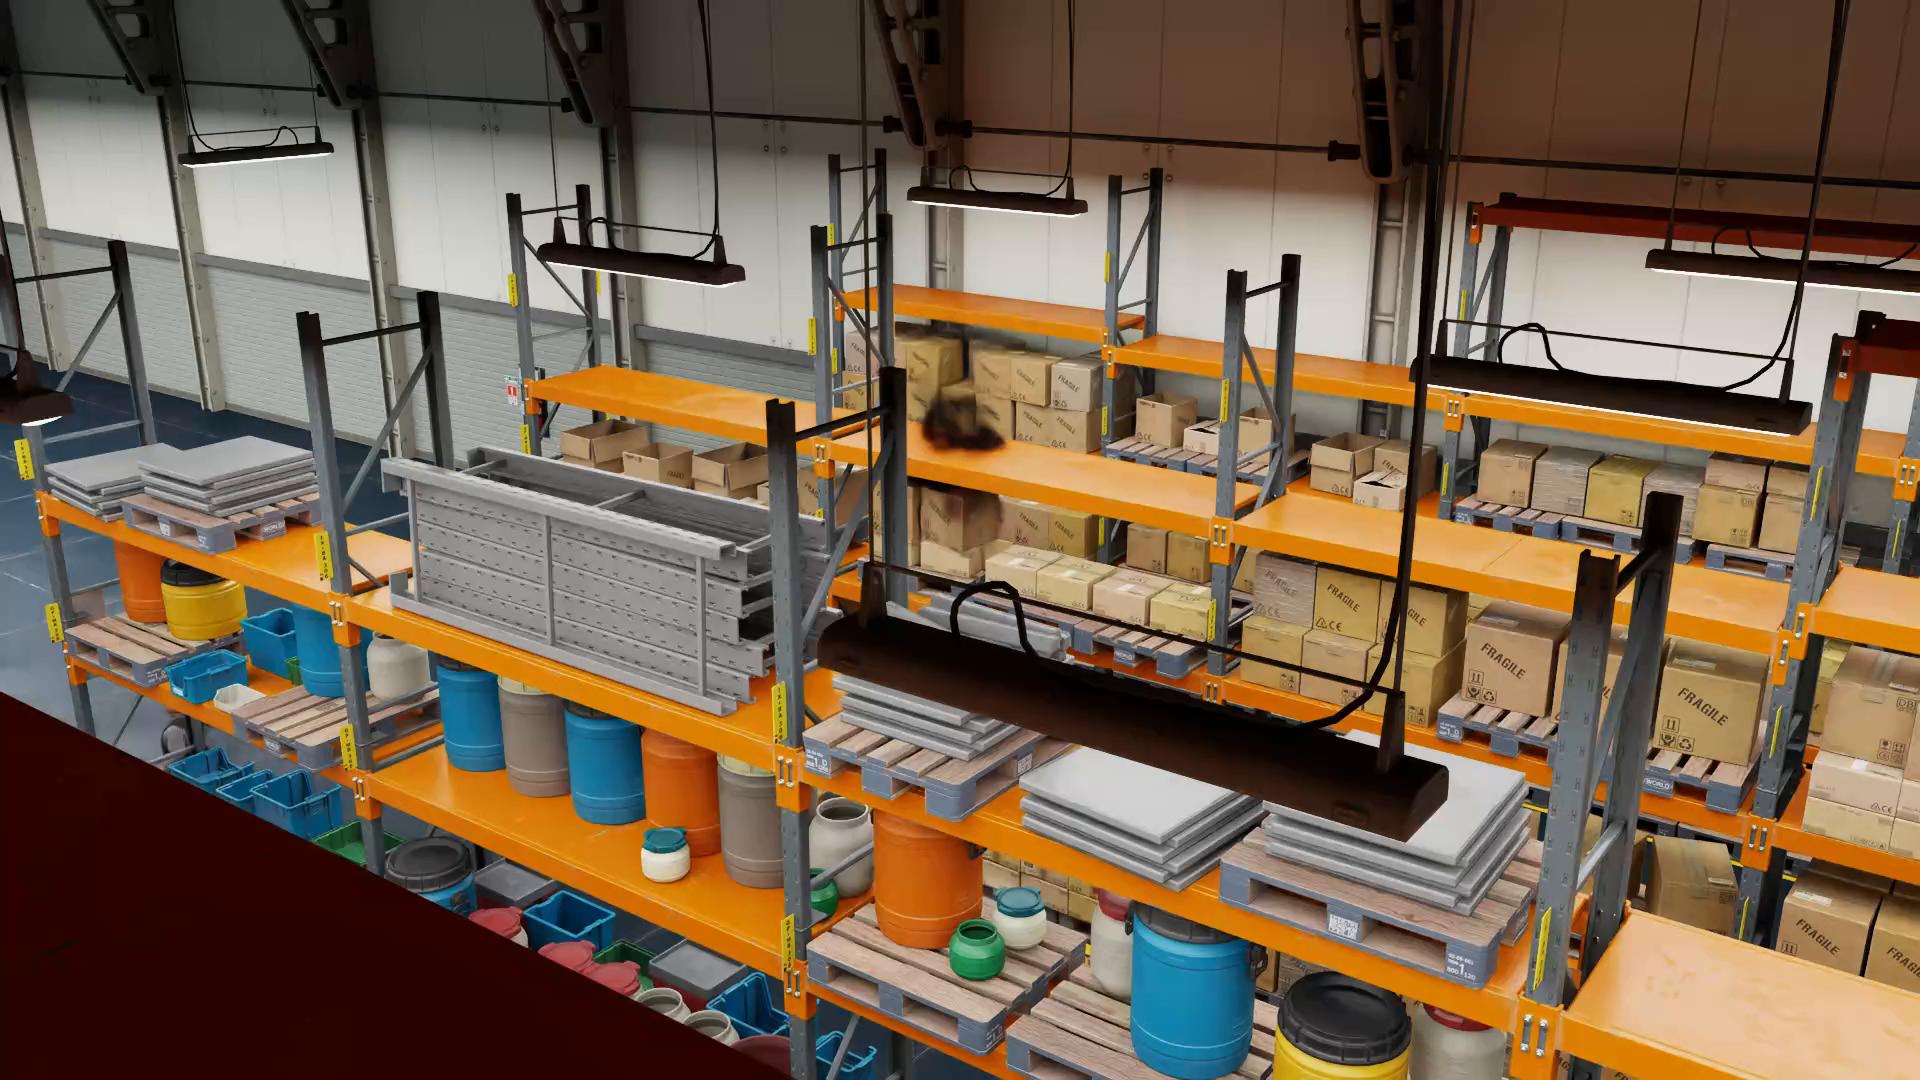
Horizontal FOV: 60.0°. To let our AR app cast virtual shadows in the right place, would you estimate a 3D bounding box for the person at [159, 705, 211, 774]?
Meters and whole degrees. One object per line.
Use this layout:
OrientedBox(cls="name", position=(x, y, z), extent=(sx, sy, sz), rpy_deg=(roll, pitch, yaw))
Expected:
OrientedBox(cls="person", position=(-7.361, 2.198, 15.946), extent=(0.569, 1.680, 0.711), rpy_deg=(0, 18, -1))
